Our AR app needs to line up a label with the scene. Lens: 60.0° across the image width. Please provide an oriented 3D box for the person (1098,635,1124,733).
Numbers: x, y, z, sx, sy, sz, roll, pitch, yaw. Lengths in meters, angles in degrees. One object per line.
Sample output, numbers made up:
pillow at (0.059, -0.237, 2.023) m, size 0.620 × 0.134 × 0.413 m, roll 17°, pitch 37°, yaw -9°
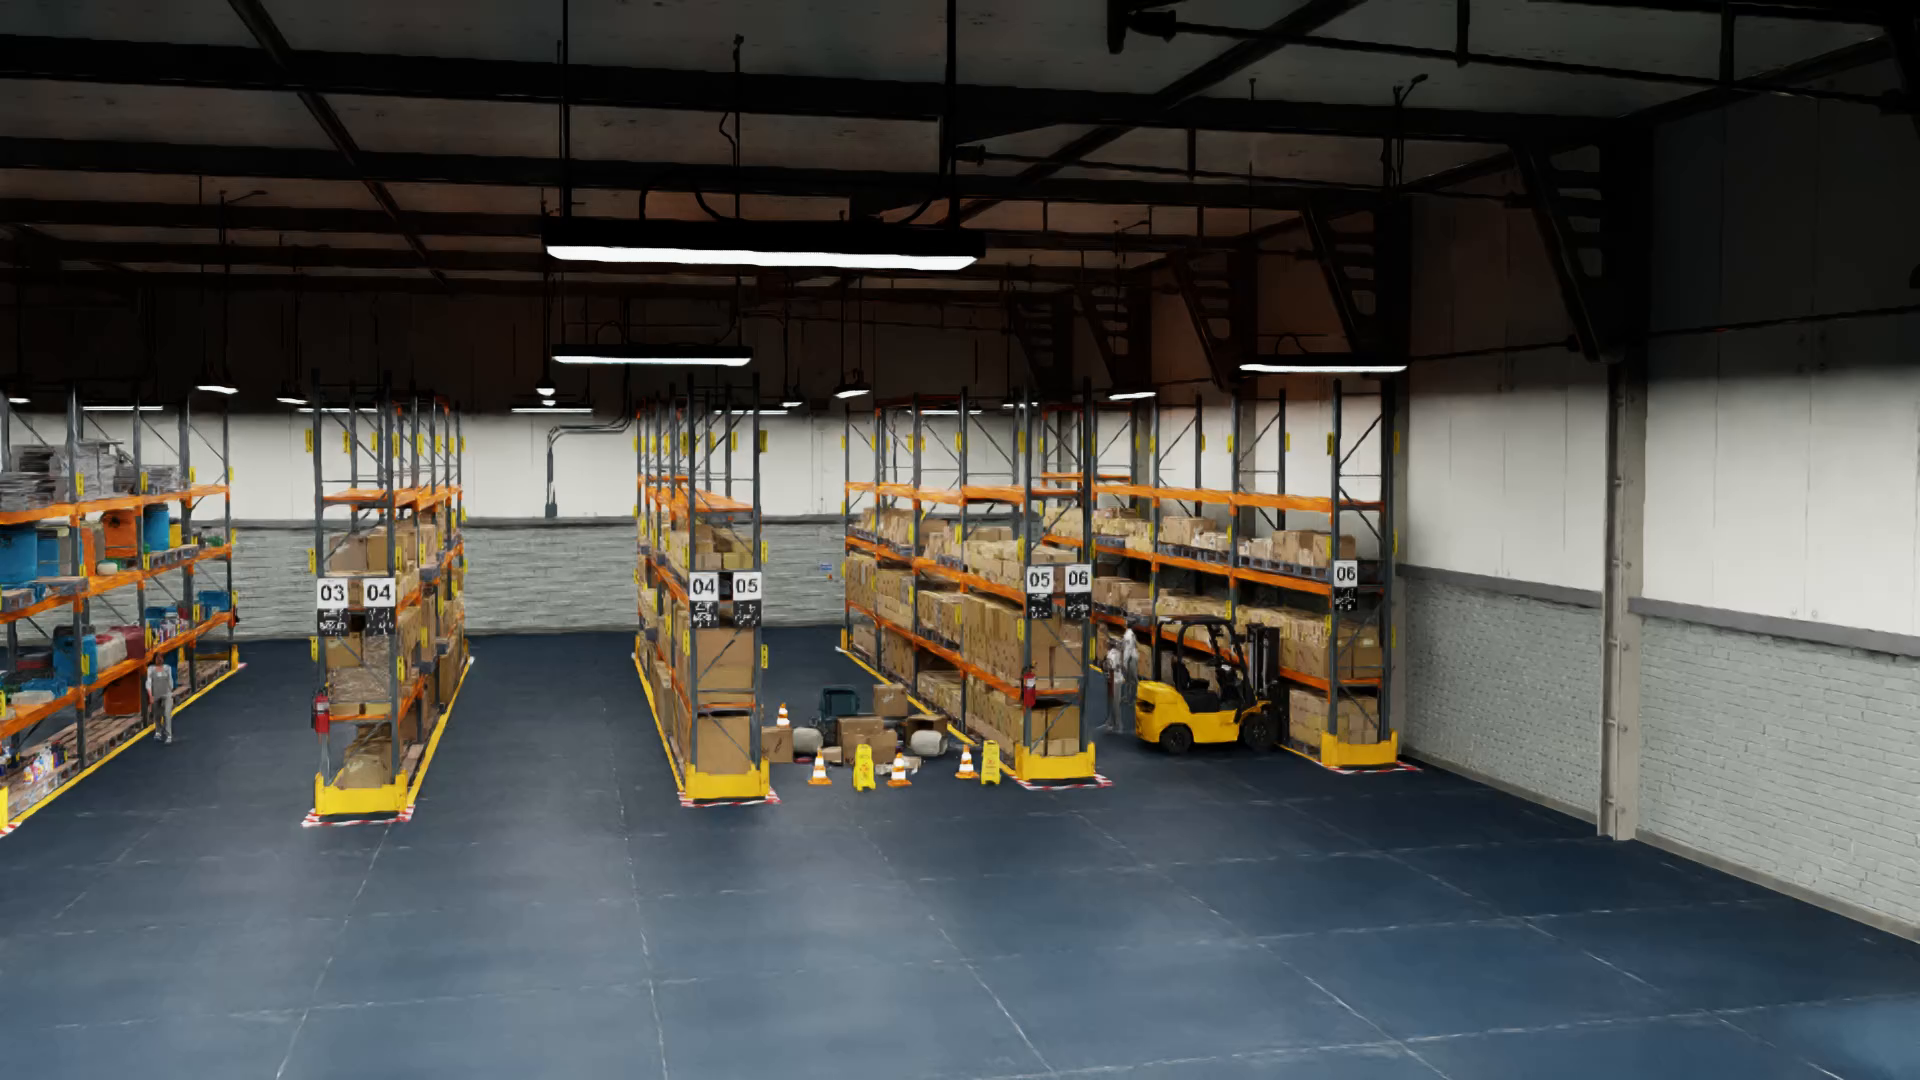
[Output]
person at (2.616, 2.497, 28.837) m, size 0.469 × 1.664 × 0.497 m, roll 1°, pitch 3°, yaw 16°

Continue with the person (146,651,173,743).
person at (-13.414, 2.612, 27.880) m, size 0.411 × 1.533 × 0.957 m, roll -1°, pitch 4°, yaw -22°

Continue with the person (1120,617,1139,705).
person at (3.241, 2.308, 31.993) m, size 0.555 × 1.664 × 0.585 m, roll 1°, pitch 3°, yaw 11°
